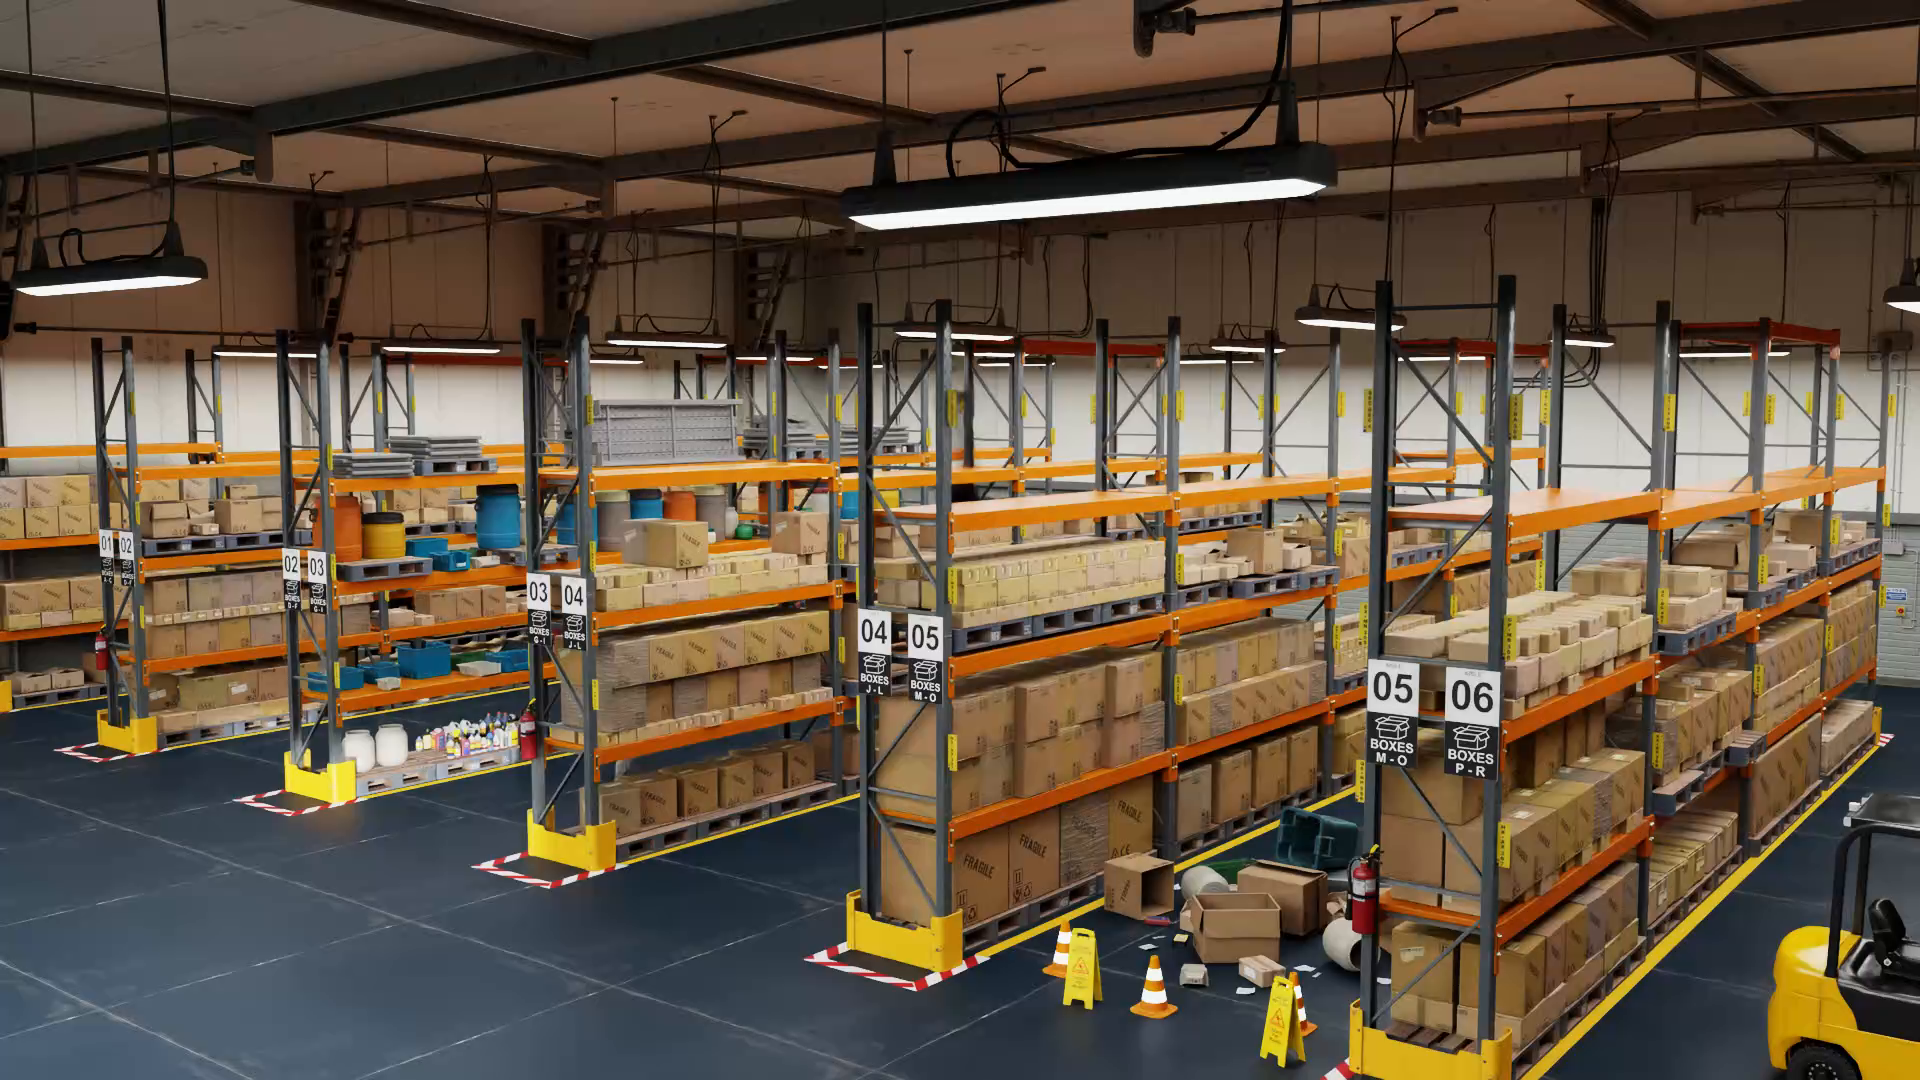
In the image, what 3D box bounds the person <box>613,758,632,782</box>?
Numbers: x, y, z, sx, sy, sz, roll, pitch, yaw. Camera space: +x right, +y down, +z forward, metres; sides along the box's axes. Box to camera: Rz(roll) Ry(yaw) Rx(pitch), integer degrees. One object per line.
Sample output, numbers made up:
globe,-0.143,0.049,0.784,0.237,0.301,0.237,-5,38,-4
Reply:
person,-4.602,2.379,22.400,0.596,1.705,0.821,1,5,13
